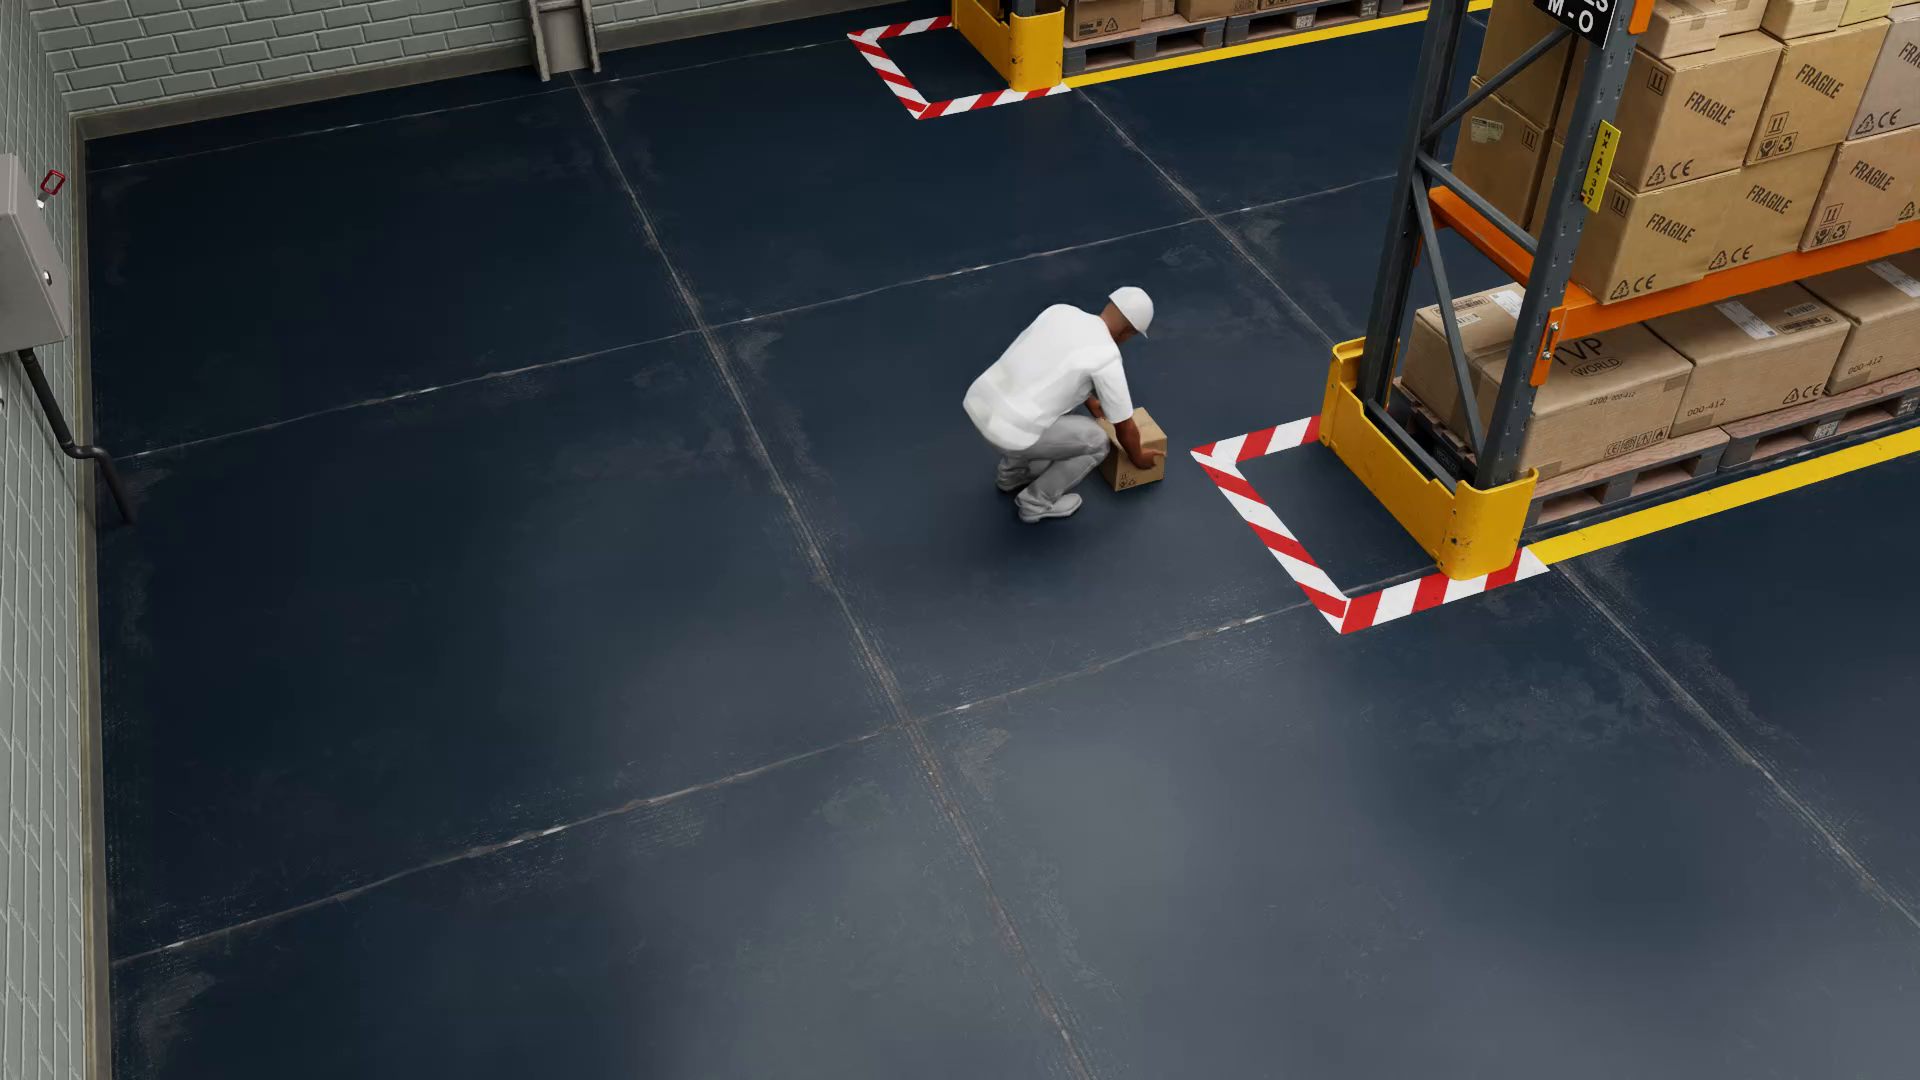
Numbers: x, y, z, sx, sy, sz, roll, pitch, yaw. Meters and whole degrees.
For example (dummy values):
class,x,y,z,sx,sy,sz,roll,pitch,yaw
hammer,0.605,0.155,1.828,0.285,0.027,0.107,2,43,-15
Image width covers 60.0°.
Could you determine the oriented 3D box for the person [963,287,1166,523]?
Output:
class,x,y,z,sx,sy,sz,roll,pitch,yaw
person,0.448,-0.629,7.453,0.893,0.975,0.580,-15,44,-17
